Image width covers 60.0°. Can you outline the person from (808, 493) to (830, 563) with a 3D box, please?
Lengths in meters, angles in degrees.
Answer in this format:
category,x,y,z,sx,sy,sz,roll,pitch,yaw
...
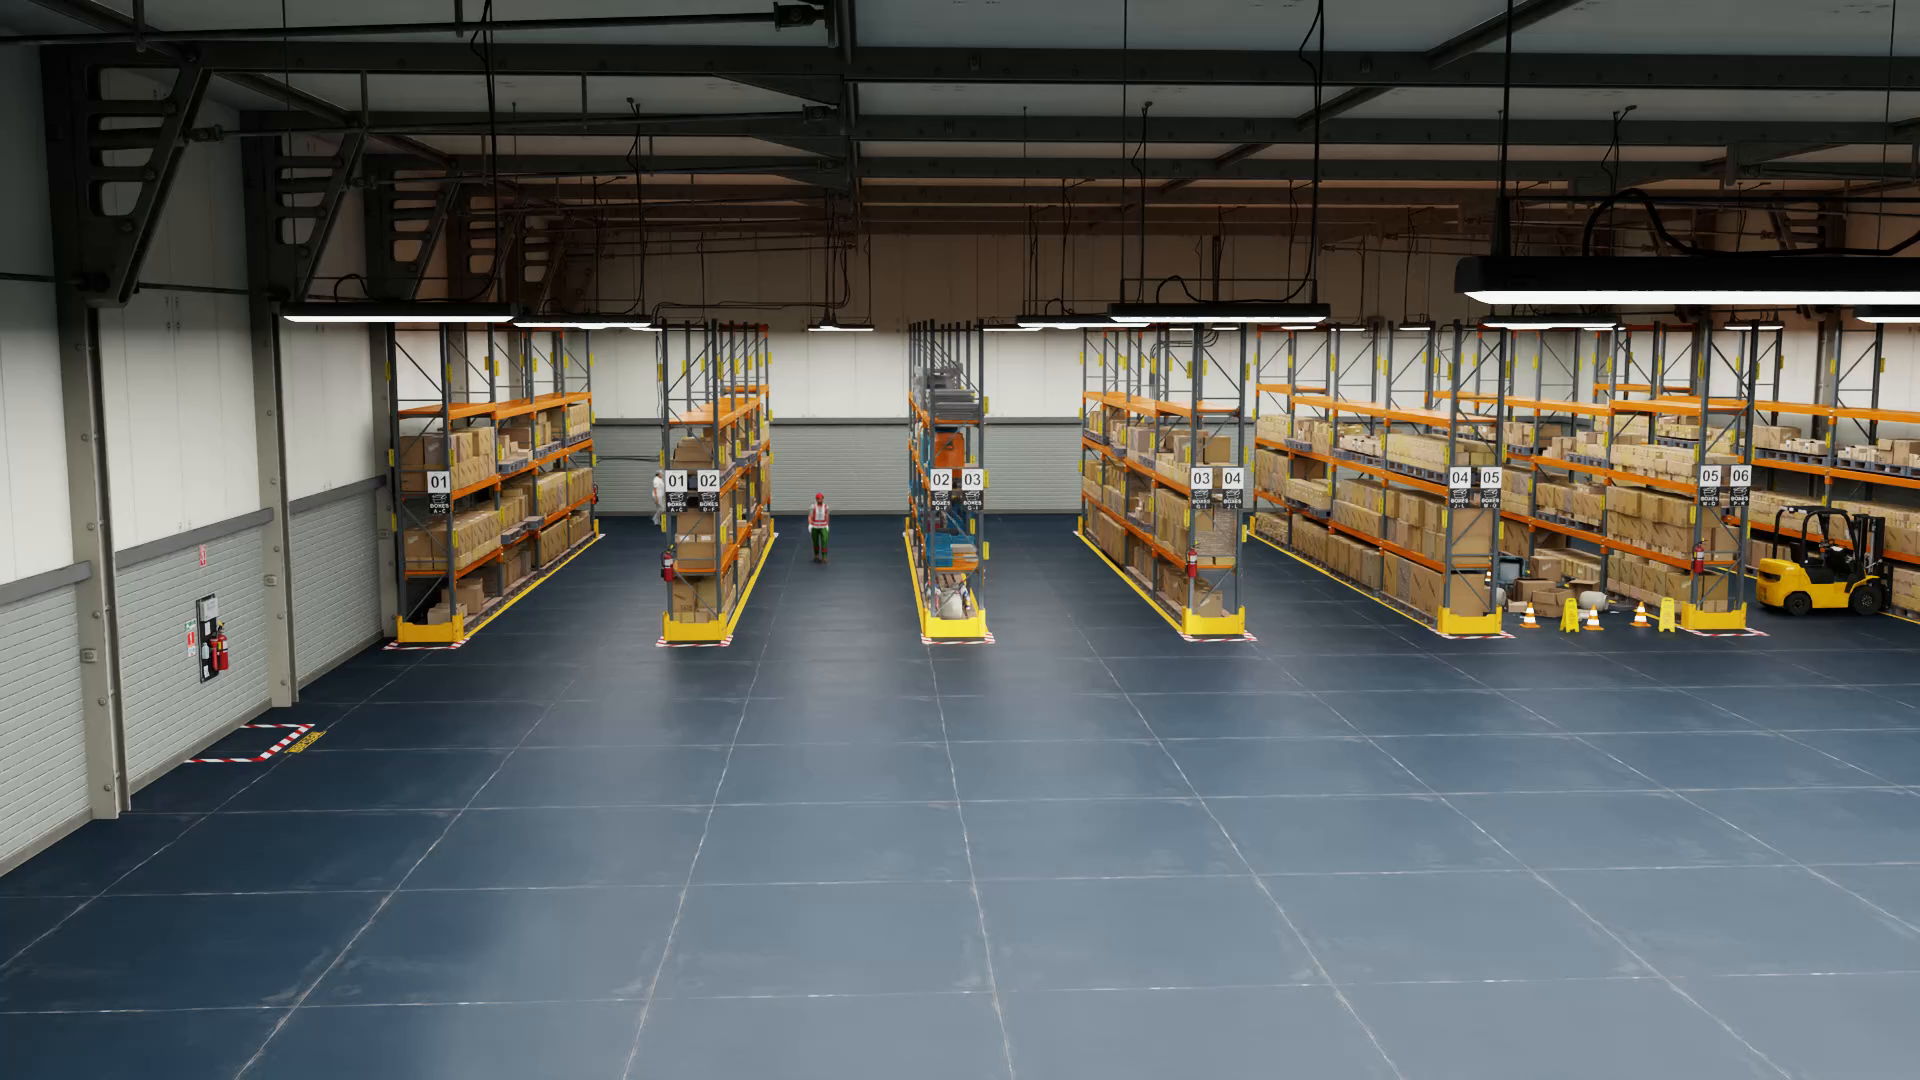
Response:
category,x,y,z,sx,sy,sz,roll,pitch,yaw
person,-3.538,-0.320,41.760,0.548,1.728,1.055,-1,7,-8

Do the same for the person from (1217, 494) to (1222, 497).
category,x,y,z,sx,sy,sz,roll,pitch,yaw
person,7.256,-0.769,45.453,0.656,1.713,1.142,0,7,0

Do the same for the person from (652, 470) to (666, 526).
category,x,y,z,sx,sy,sz,roll,pitch,yaw
person,-9.030,-1.280,49.954,0.454,1.669,0.510,-1,7,-8

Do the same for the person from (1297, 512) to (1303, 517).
category,x,y,z,sx,sy,sz,roll,pitch,yaw
person,10.645,-1.562,51.851,0.592,1.734,0.802,7,10,44
